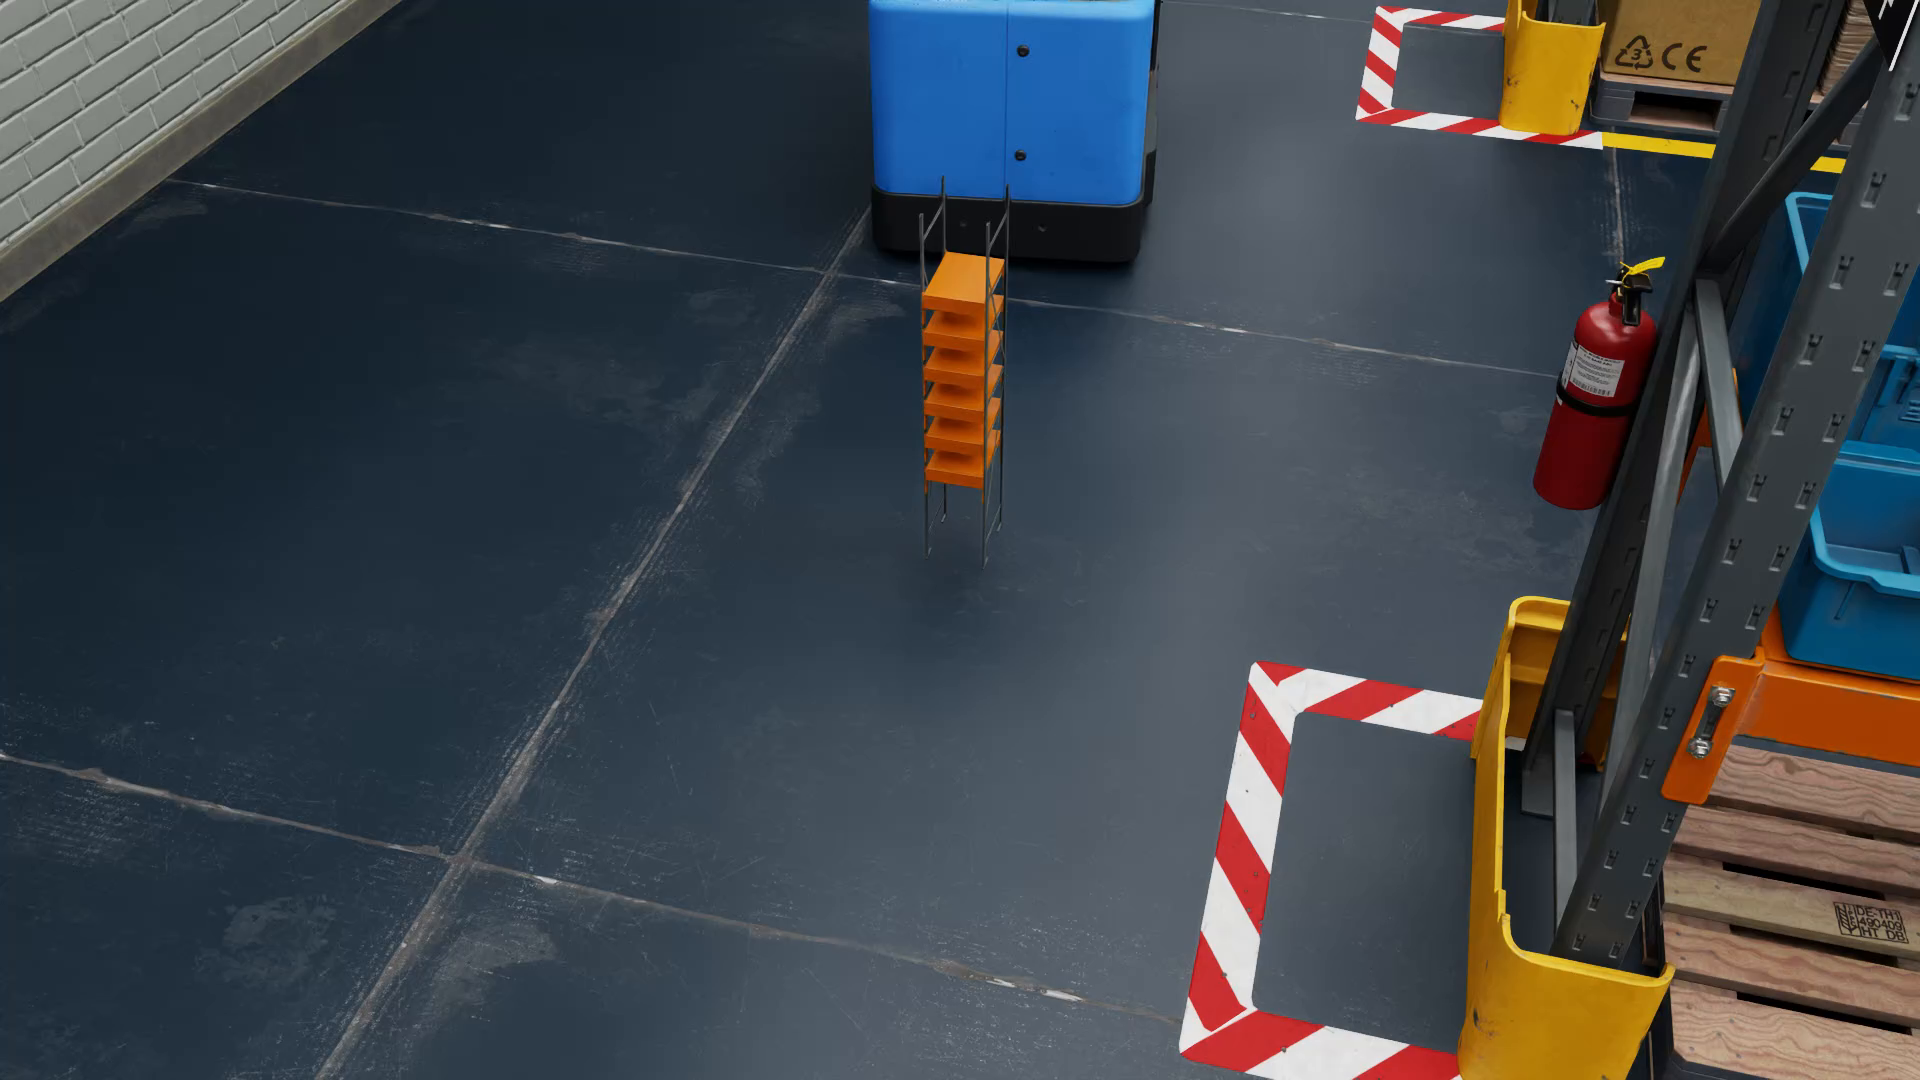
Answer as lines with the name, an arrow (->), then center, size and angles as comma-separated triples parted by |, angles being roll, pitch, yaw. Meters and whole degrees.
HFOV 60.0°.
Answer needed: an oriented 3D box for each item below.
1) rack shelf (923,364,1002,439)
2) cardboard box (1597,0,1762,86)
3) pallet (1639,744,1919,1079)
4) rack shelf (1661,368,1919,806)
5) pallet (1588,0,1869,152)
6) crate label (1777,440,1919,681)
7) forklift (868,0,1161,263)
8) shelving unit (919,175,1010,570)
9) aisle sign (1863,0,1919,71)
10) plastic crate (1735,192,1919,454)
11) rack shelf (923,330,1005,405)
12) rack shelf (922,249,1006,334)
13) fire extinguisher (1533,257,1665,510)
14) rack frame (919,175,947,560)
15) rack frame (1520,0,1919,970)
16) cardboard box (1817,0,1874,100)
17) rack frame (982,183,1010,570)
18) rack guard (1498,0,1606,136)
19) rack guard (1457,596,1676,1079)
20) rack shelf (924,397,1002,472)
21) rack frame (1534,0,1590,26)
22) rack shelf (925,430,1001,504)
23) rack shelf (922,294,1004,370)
rack shelf -> 0.014, -0.423, 4.890 | 0.180, 0.103, 0.258 | 10, 41, 11
cardboard box -> 3.388, -2.610, 7.351 | 0.875, 0.875, 0.875 | 10, 41, 11
pallet -> 2.256, 0.986, 3.911 | 1.213, 0.211, 1.003 | 10, 41, 11
rack shelf -> 3.401, 0.365, 3.042 | 4.000, 0.370, 1.077 | 10, 41, 11
pallet -> 3.542, -2.168, 7.667 | 1.213, 0.211, 1.003 | 10, 41, 11
crate label -> 1.622, 0.044, 2.949 | 0.303, 0.233, 0.416 | 10, 41, 11
forklift -> 0.338, -3.135, 6.703 | 1.130, 2.935, 3.031 | 4, 40, 5
shelving unit -> 0.014, -0.457, 4.861 | 0.189, 1.200, 0.258 | 10, 41, 11
aisle sign -> 1.323, -1.066, 2.165 | 0.004, 0.787, 0.394 | 10, 41, 11
plastic crate -> 1.841, -0.340, 3.248 | 0.499, 0.435, 0.616 | 10, 41, 11
rack shelf -> 0.014, -0.515, 4.813 | 0.180, 0.103, 0.258 | 10, 41, 11
rack shelf -> 0.014, -0.699, 4.658 | 0.180, 0.103, 0.258 | 10, 41, 11
fire extinguisher -> 1.441, -0.378, 3.717 | 0.183, 0.674, 0.296 | 10, 41, 11
rack frame -> -0.074, -0.472, 4.879 | 0.006, 1.200, 0.240 | 10, 41, 11
rack frame -> 1.469, -0.243, 3.207 | 0.127, 3.000, 1.000 | 10, 41, 11
cardboard box -> 4.267, -2.459, 7.171 | 0.875, 0.875, 0.875 | 10, 41, 11
rack frame -> 0.102, -0.442, 4.843 | 0.006, 1.200, 0.240 | 10, 41, 11
rack guard -> 2.726, -2.367, 7.679 | 0.348, 0.500, 1.175 | 10, 41, 11
rack guard -> 1.442, 0.719, 4.006 | 0.348, 0.500, 1.175 | 10, 41, 11
rack shelf -> 0.014, -0.331, 4.967 | 0.180, 0.103, 0.258 | 10, 41, 11
rack frame -> 2.749, -3.320, 6.870 | 0.127, 3.000, 1.000 | 10, 41, 11
rack shelf -> 0.014, -0.239, 5.044 | 0.180, 0.103, 0.258 | 10, 41, 11
rack shelf -> 0.014, -0.607, 4.735 | 0.180, 0.103, 0.258 | 10, 41, 11
